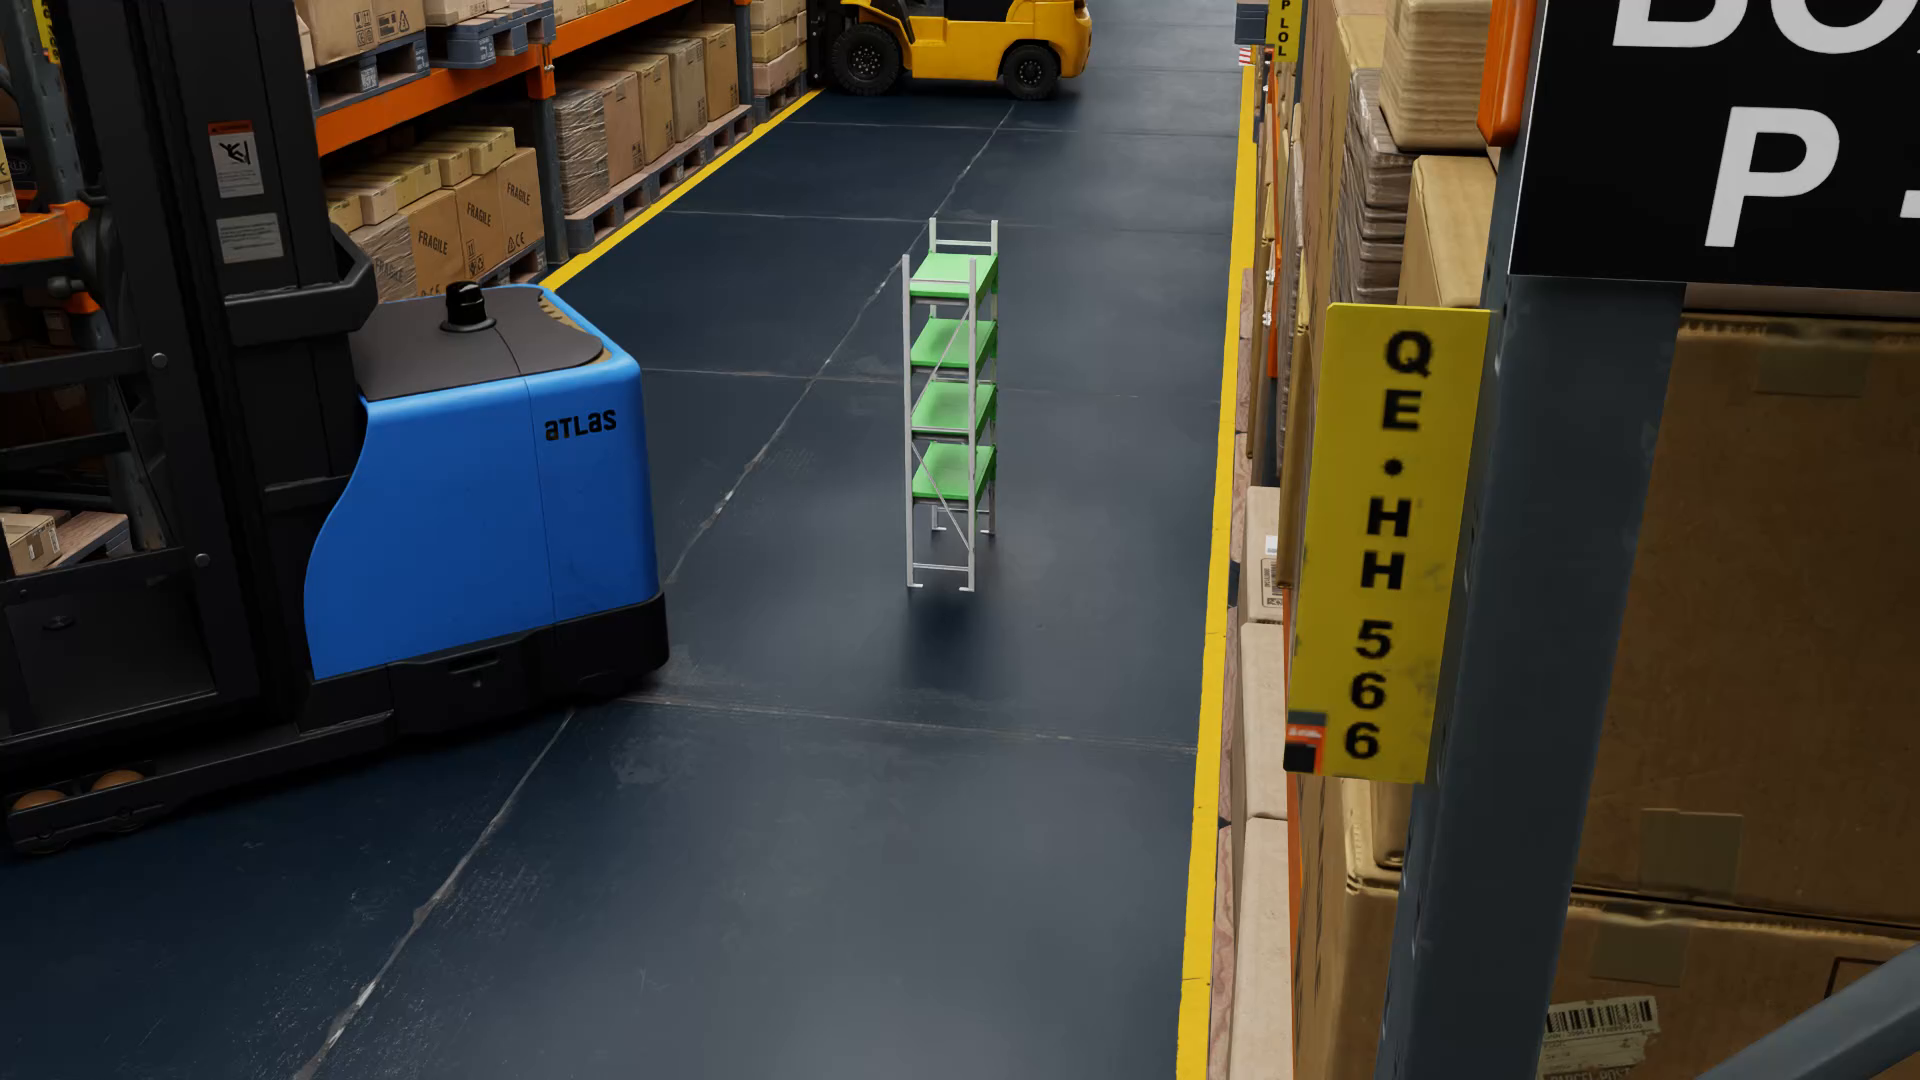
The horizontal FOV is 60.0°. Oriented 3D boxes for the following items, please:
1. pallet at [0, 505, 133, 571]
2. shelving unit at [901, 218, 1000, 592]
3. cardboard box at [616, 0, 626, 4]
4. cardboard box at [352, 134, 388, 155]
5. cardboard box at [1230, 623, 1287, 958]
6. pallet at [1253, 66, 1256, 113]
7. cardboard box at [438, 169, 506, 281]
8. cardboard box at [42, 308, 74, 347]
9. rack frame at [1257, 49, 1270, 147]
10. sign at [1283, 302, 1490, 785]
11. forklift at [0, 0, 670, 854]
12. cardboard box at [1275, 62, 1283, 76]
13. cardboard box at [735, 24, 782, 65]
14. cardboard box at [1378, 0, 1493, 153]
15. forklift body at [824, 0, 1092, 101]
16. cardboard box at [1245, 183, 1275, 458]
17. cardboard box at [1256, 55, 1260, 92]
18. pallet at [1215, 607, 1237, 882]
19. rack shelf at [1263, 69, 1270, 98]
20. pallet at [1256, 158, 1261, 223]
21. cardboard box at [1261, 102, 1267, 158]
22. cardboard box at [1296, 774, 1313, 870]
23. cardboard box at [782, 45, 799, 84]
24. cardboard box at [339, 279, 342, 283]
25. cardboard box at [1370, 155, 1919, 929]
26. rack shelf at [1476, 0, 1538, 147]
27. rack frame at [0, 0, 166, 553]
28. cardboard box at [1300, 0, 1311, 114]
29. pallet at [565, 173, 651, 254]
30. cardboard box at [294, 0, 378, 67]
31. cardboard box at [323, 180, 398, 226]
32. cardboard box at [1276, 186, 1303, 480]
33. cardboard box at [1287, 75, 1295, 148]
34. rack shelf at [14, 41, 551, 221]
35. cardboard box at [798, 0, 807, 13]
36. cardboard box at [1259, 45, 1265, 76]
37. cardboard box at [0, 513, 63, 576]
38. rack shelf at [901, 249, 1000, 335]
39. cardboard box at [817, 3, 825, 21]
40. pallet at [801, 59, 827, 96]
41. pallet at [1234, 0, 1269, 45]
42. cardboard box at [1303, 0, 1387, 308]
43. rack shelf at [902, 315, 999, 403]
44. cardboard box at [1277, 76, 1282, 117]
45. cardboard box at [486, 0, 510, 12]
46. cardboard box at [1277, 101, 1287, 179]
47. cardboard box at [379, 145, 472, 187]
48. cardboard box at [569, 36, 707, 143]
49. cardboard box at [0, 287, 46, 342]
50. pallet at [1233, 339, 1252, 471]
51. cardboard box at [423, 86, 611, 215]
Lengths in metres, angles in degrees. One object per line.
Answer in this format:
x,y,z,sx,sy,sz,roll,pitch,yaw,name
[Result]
-3.558,0.221,5.529,1.003,0.211,1.213,4,25,9,pallet
-0.027,-0.474,5.848,0.258,1.200,0.503,4,25,9,shelving unit
-2.313,-3.529,10.427,0.500,0.250,0.500,3,25,7,cardboard box
-3.253,-2.048,8.775,0.380,0.149,0.250,5,26,10,cardboard box
1.099,0.613,3.929,0.875,0.438,0.875,3,25,7,cardboard box
3.032,-3.865,14.257,1.003,0.211,1.213,4,25,9,pallet
-2.740,-1.660,8.711,0.500,0.500,0.500,4,25,8,cardboard box
-3.123,-0.812,6.135,0.380,0.149,0.250,5,26,11,cardboard box
2.760,-4.333,11.968,1.000,3.000,0.127,4,25,9,rack frame
0.266,0.011,1.043,0.100,0.325,0.005,4,25,9,sign
-2.459,-0.743,4.380,3.031,2.935,1.130,-14,28,-27,forklift
1.505,-1.988,6.547,0.500,0.250,0.500,4,25,9,cardboard box
-1.754,-4.027,13.473,0.500,0.250,0.500,4,25,8,cardboard box
0.637,-0.491,1.699,0.380,0.149,0.250,4,25,8,cardboard box
0.006,-5.044,14.489,2.313,2.155,1.214,4,25,9,forklift body
1.615,-0.858,6.555,0.875,0.875,0.875,5,26,10,cardboard box
2.669,-3.767,13.507,0.500,0.250,0.500,3,25,7,cardboard box
1.251,0.589,4.743,1.003,0.211,1.213,4,25,9,pallet
2.434,-3.170,10.333,1.077,0.370,4.000,4,25,9,rack shelf
2.438,-2.232,10.770,1.003,0.211,1.213,4,25,9,pallet
2.563,-2.812,11.324,0.950,0.372,0.625,6,26,12,cardboard box
0.714,0.212,2.141,0.500,0.500,0.500,3,25,7,cardboard box
-1.664,-4.013,14.032,0.500,0.250,0.500,3,25,7,cardboard box
-2.980,-1.006,7.313,0.500,0.500,0.500,3,25,7,cardboard box
0.643,-0.030,1.478,0.500,0.500,0.500,5,26,10,cardboard box
1.126,-1.183,2.549,1.077,0.370,4.000,4,25,9,rack shelf
-3.445,-1.329,5.551,1.000,3.000,0.127,4,25,9,rack frame
1.136,-1.302,4.197,0.500,0.500,0.500,4,25,9,cardboard box
-2.618,-2.081,10.446,1.003,0.211,1.213,4,25,9,pallet
-2.932,-2.296,7.004,0.700,0.500,0.500,4,25,8,cardboard box
-2.866,-1.577,7.769,0.380,0.149,0.250,3,25,6,cardboard box
0.944,-0.436,3.525,0.500,0.500,0.500,4,25,9,cardboard box
1.285,-1.346,5.175,0.500,0.250,0.500,4,25,8,cardboard box
-3.118,-1.840,7.490,1.077,0.370,4.000,4,25,9,rack shelf
-1.585,-4.675,14.268,0.500,0.250,0.500,5,26,10,cardboard box
2.592,-3.883,12.871,0.500,0.500,0.500,4,25,8,cardboard box
-3.246,0.025,5.525,0.380,0.149,0.250,3,25,7,cardboard box
-0.027,-0.851,5.671,0.258,0.148,0.480,4,25,9,rack shelf
-1.496,-4.658,14.822,0.500,0.250,0.500,4,25,8,cardboard box
-1.769,-4.253,15.088,1.003,0.211,1.213,4,25,9,pallet
2.118,-2.878,9.087,1.213,0.211,1.003,4,25,9,pallet
0.868,-0.667,2.840,0.500,0.500,0.500,4,25,8,cardboard box
-0.027,-0.634,5.773,0.258,0.148,0.480,4,25,9,rack shelf
1.621,-1.969,7.096,0.500,0.250,0.500,5,26,10,cardboard box
-2.520,-2.777,8.446,0.380,0.149,0.250,4,25,9,cardboard box
1.362,-1.337,5.744,0.500,0.250,0.500,4,25,8,cardboard box
-2.722,-1.906,8.472,0.380,0.149,0.250,3,25,7,cardboard box
-2.346,-3.247,11.953,0.875,0.625,0.625,4,25,8,cardboard box
-3.669,-0.855,6.226,0.380,0.149,0.250,3,25,6,cardboard box
1.702,-0.563,7.205,1.003,0.211,1.213,4,25,9,pallet
-2.675,-2.377,10.095,0.875,0.625,0.625,5,26,10,cardboard box
